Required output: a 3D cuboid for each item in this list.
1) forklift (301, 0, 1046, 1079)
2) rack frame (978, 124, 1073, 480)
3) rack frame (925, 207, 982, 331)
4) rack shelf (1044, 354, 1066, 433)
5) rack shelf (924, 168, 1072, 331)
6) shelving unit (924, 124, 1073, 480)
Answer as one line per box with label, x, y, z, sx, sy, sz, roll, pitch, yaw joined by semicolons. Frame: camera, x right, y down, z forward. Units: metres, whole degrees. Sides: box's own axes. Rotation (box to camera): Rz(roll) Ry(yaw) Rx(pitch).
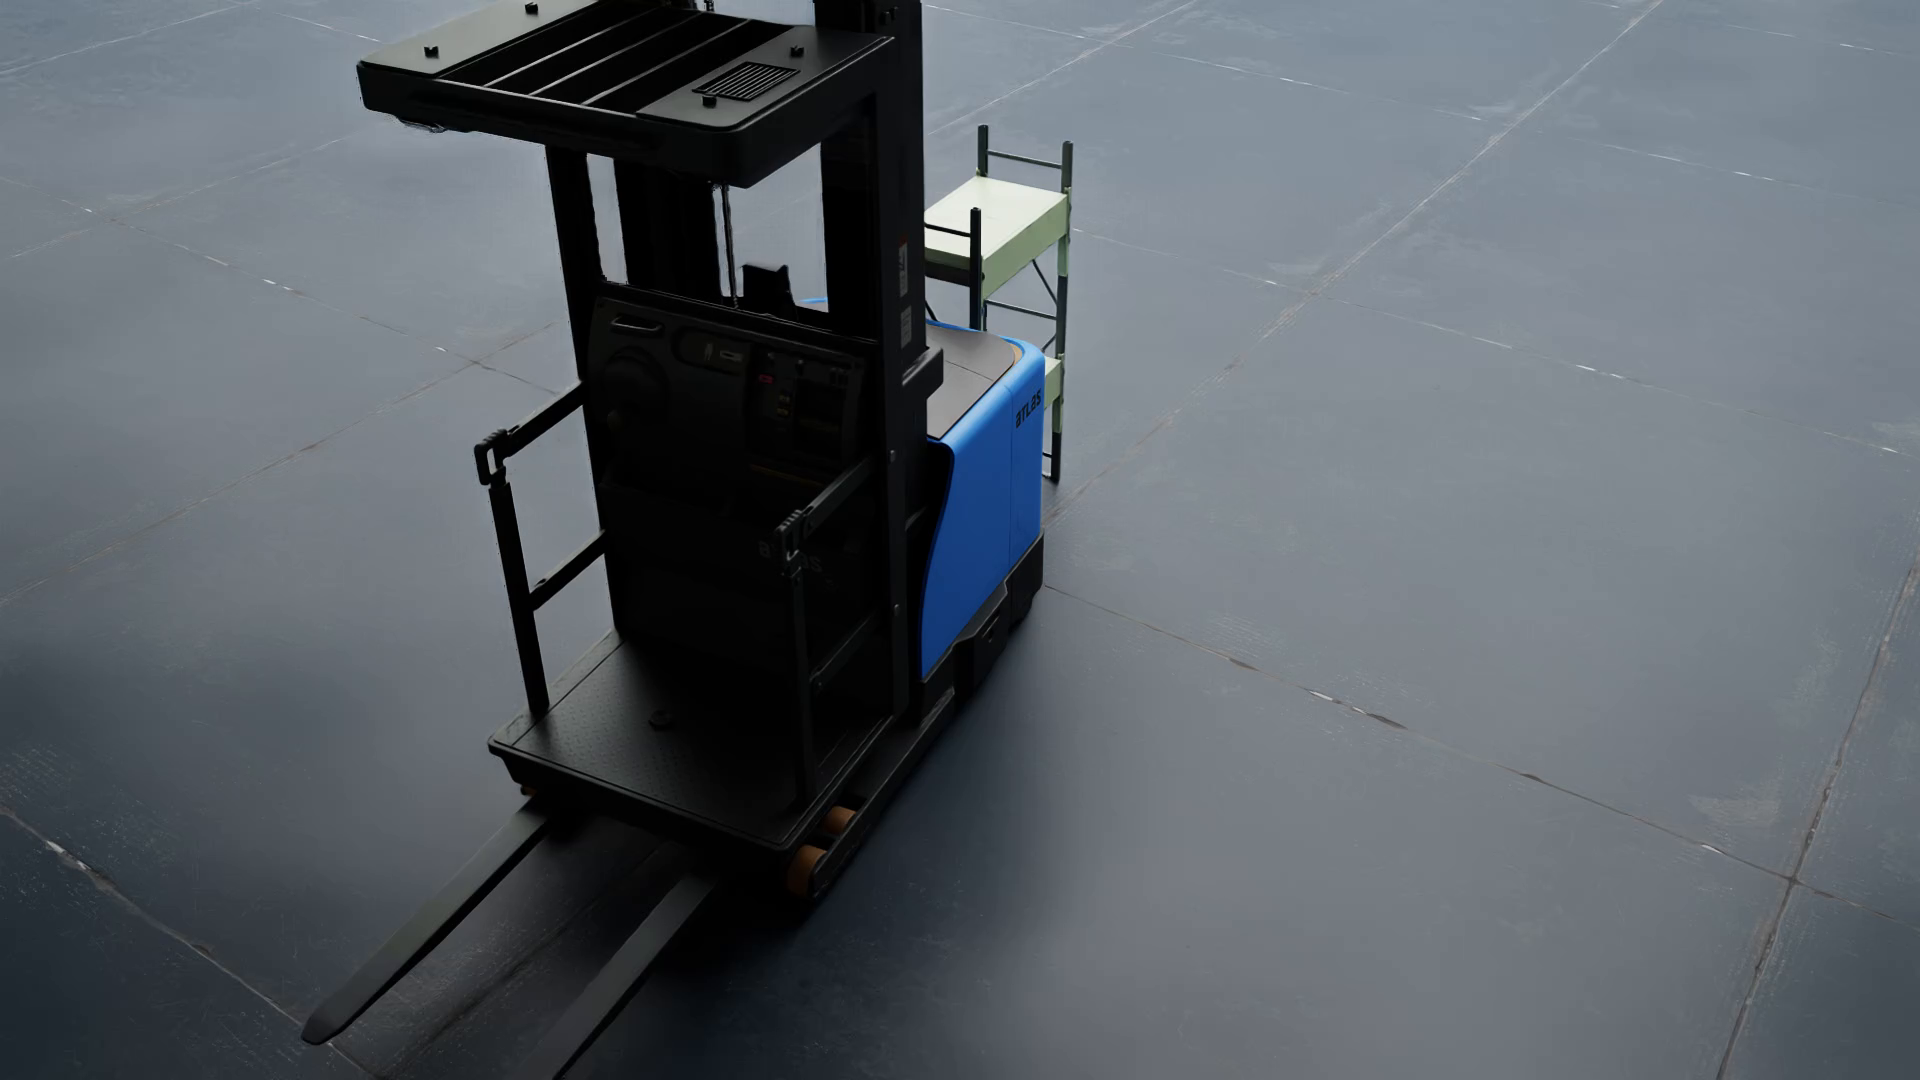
forklift;-0.784;-0.392;4.713;1.130;2.935;3.031;15;37;21
rack frame;0.250;-0.937;6.797;0.400;1.500;0.023;17;38;24
rack frame;-0.105;-0.578;6.266;0.400;1.500;0.023;17;38;24
rack shelf;0.072;-0.488;6.714;0.431;0.370;0.720;17;38;24
rack shelf;0.072;-1.081;6.313;0.431;0.370;0.720;17;38;24
shelving unit;0.072;-0.758;6.531;0.431;1.500;0.755;17;38;24
